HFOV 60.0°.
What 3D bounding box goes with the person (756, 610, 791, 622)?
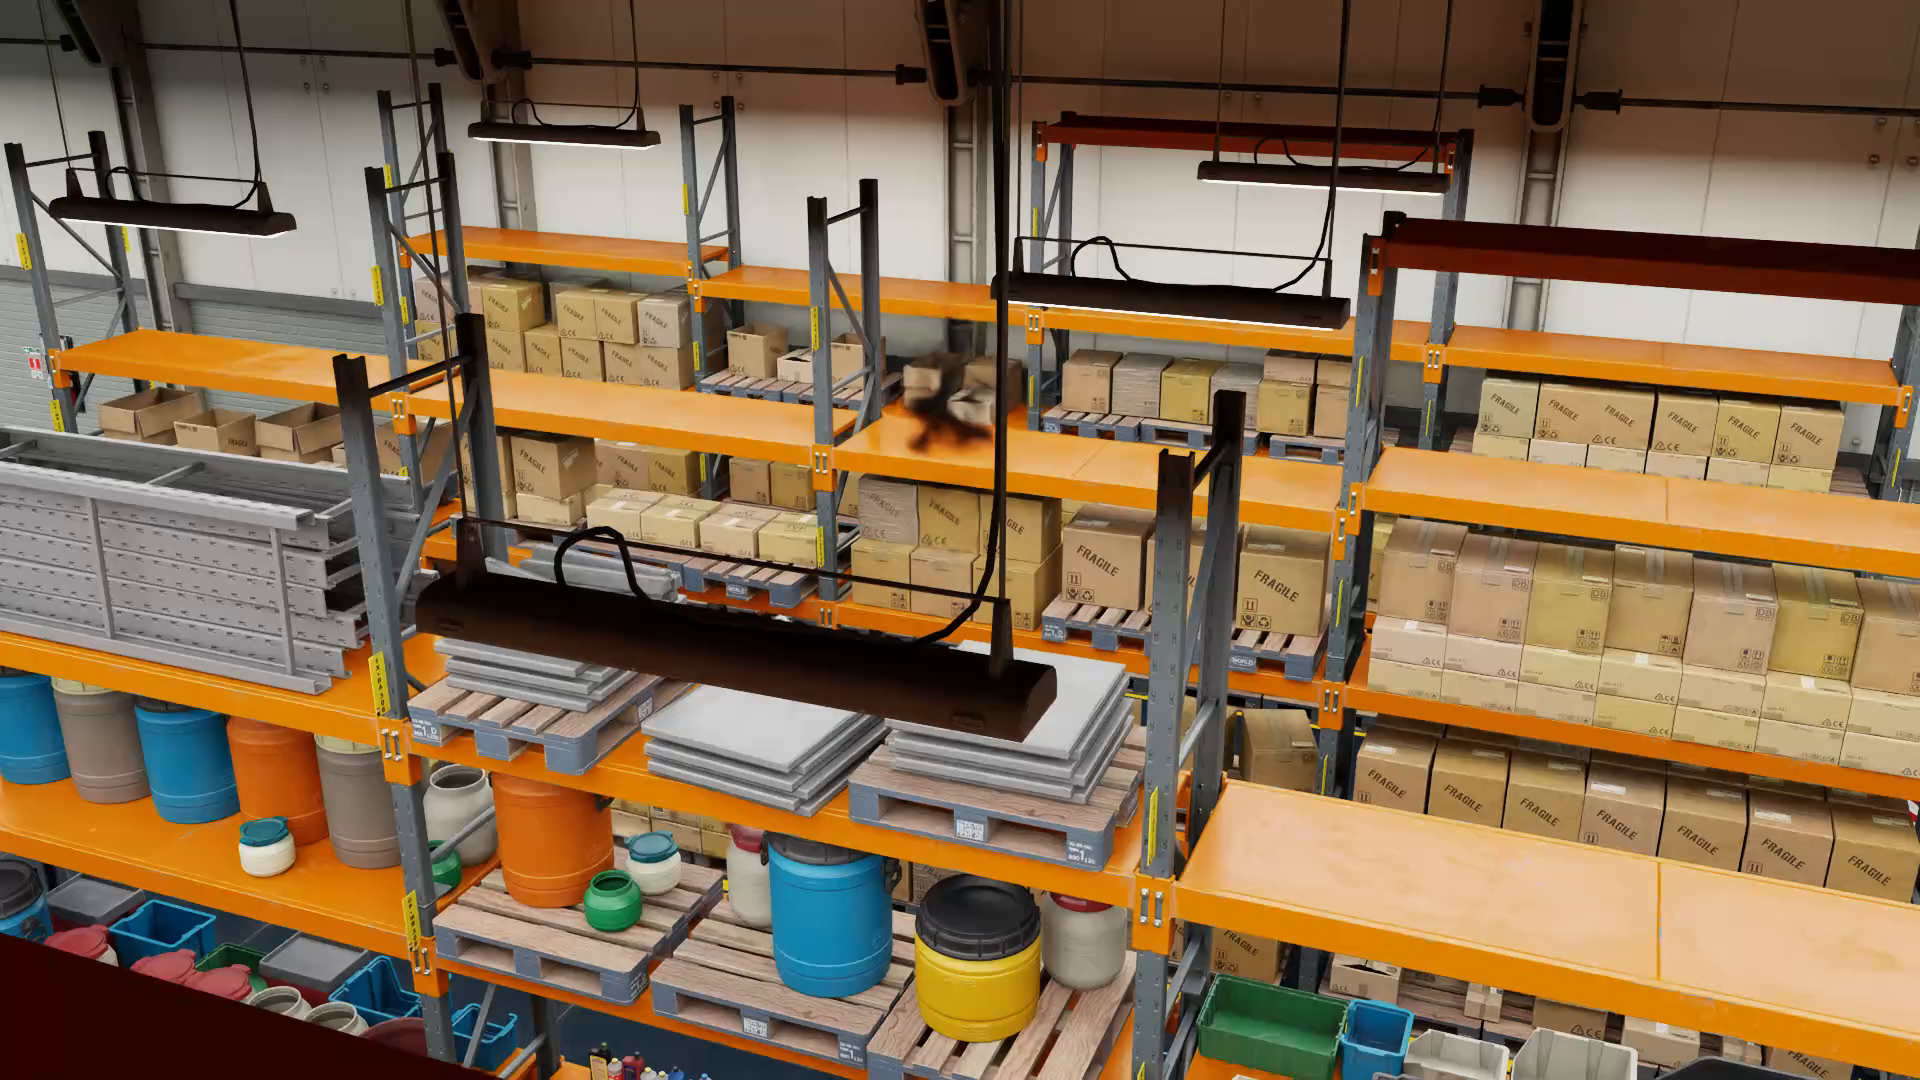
[{"bbox_3d":[-1.943,1.284,16.638,0.666,1.690,0.582,3,21,8],"label":"person"}]
